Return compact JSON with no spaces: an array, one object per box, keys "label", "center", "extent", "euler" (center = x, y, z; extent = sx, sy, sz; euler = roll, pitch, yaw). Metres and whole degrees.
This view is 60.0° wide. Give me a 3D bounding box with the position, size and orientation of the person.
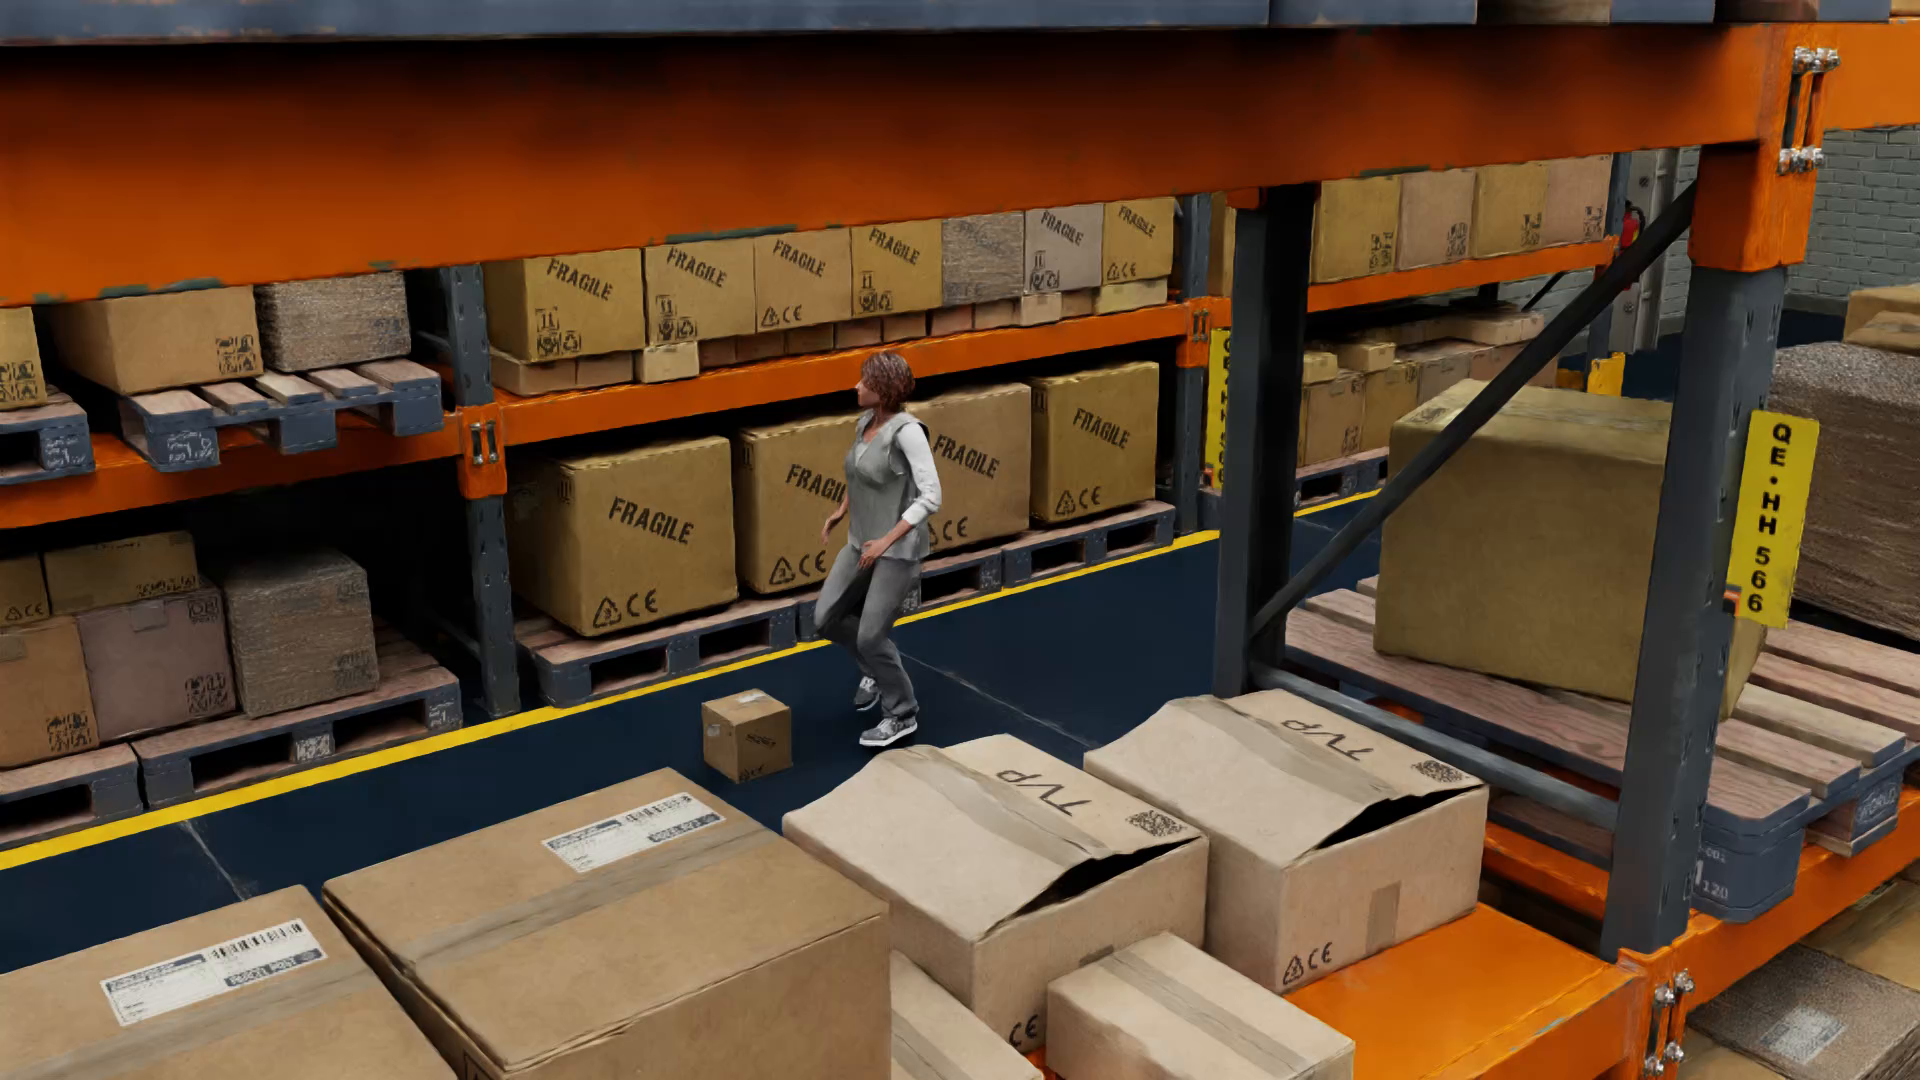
[{"label":"person","center":[-0.323,0.049,6.447],"extent":[0.435,1.559,0.600],"euler":[-14,23,-36]}]
